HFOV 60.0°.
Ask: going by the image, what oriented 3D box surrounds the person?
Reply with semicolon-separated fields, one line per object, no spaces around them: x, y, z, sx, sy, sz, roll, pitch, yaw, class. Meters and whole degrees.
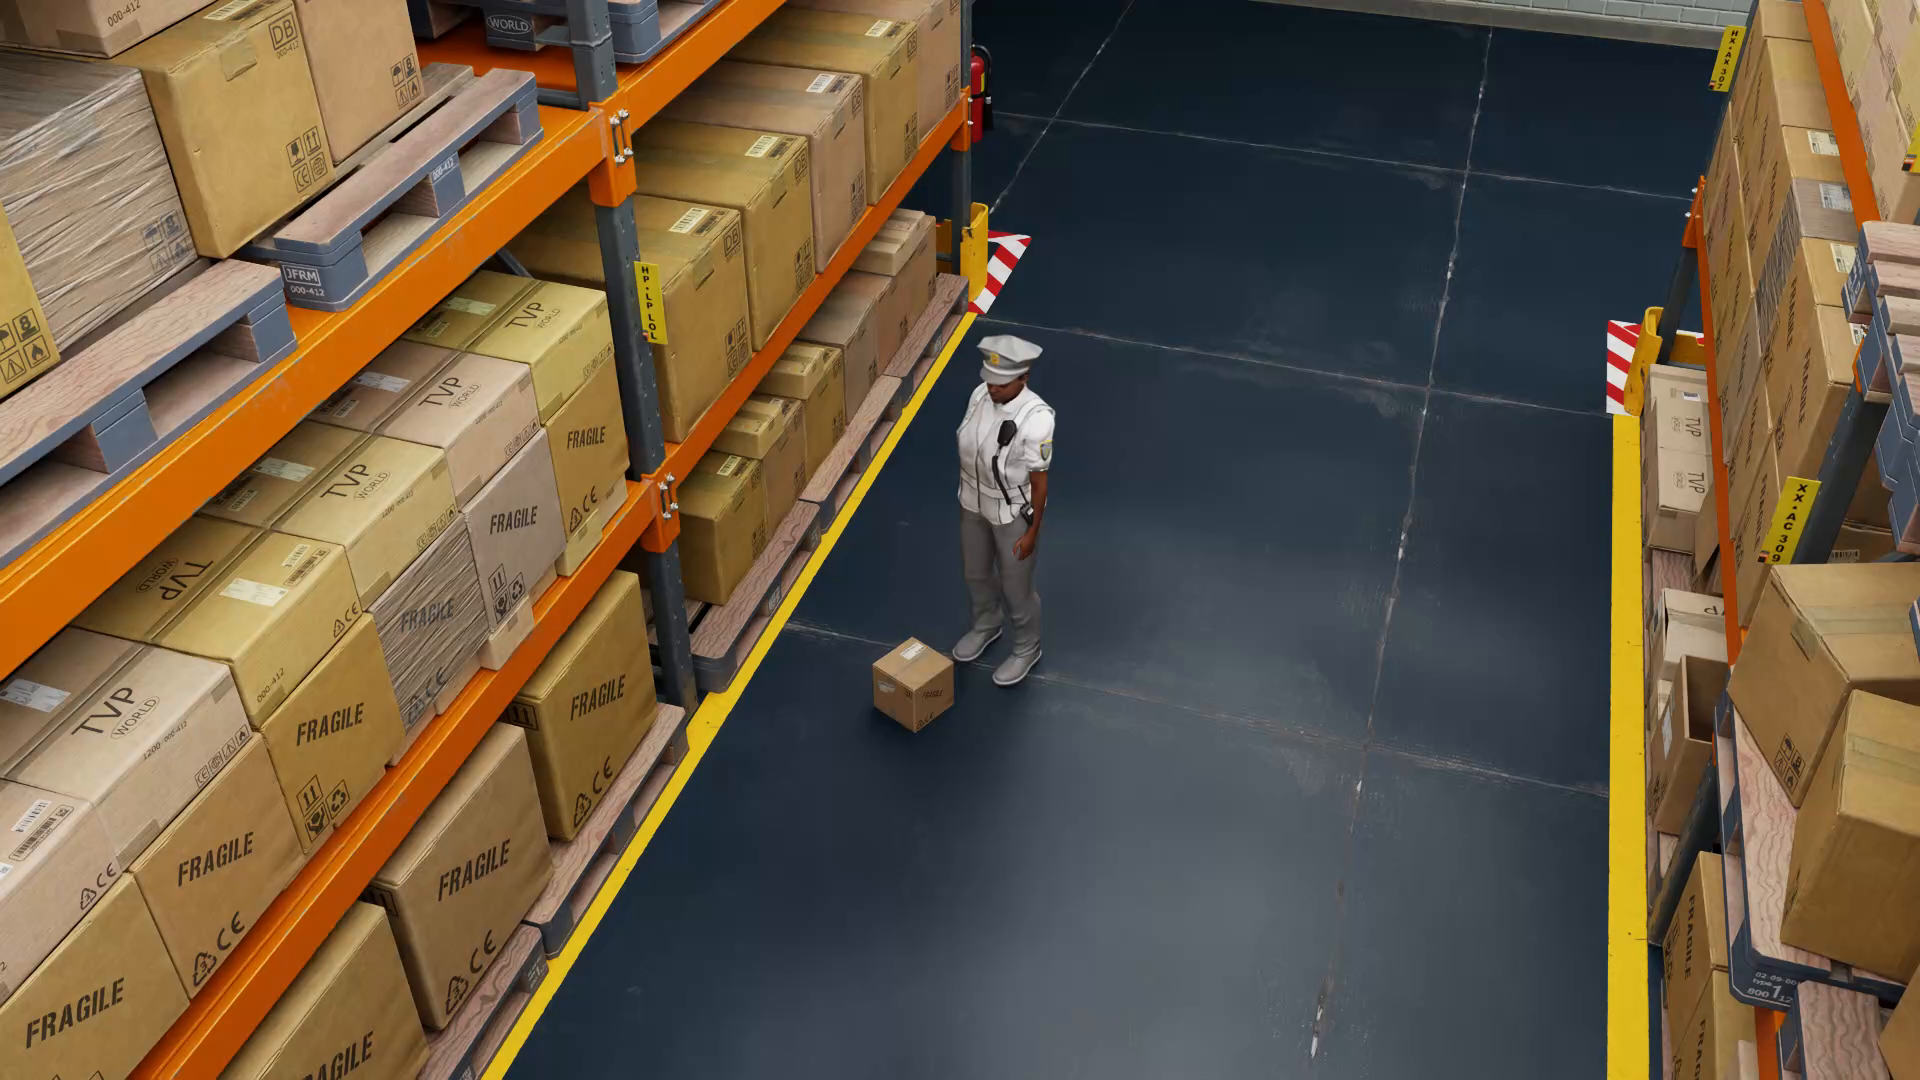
0.179;-0.117;7.042;0.437;1.670;0.341;30;47;34;person
